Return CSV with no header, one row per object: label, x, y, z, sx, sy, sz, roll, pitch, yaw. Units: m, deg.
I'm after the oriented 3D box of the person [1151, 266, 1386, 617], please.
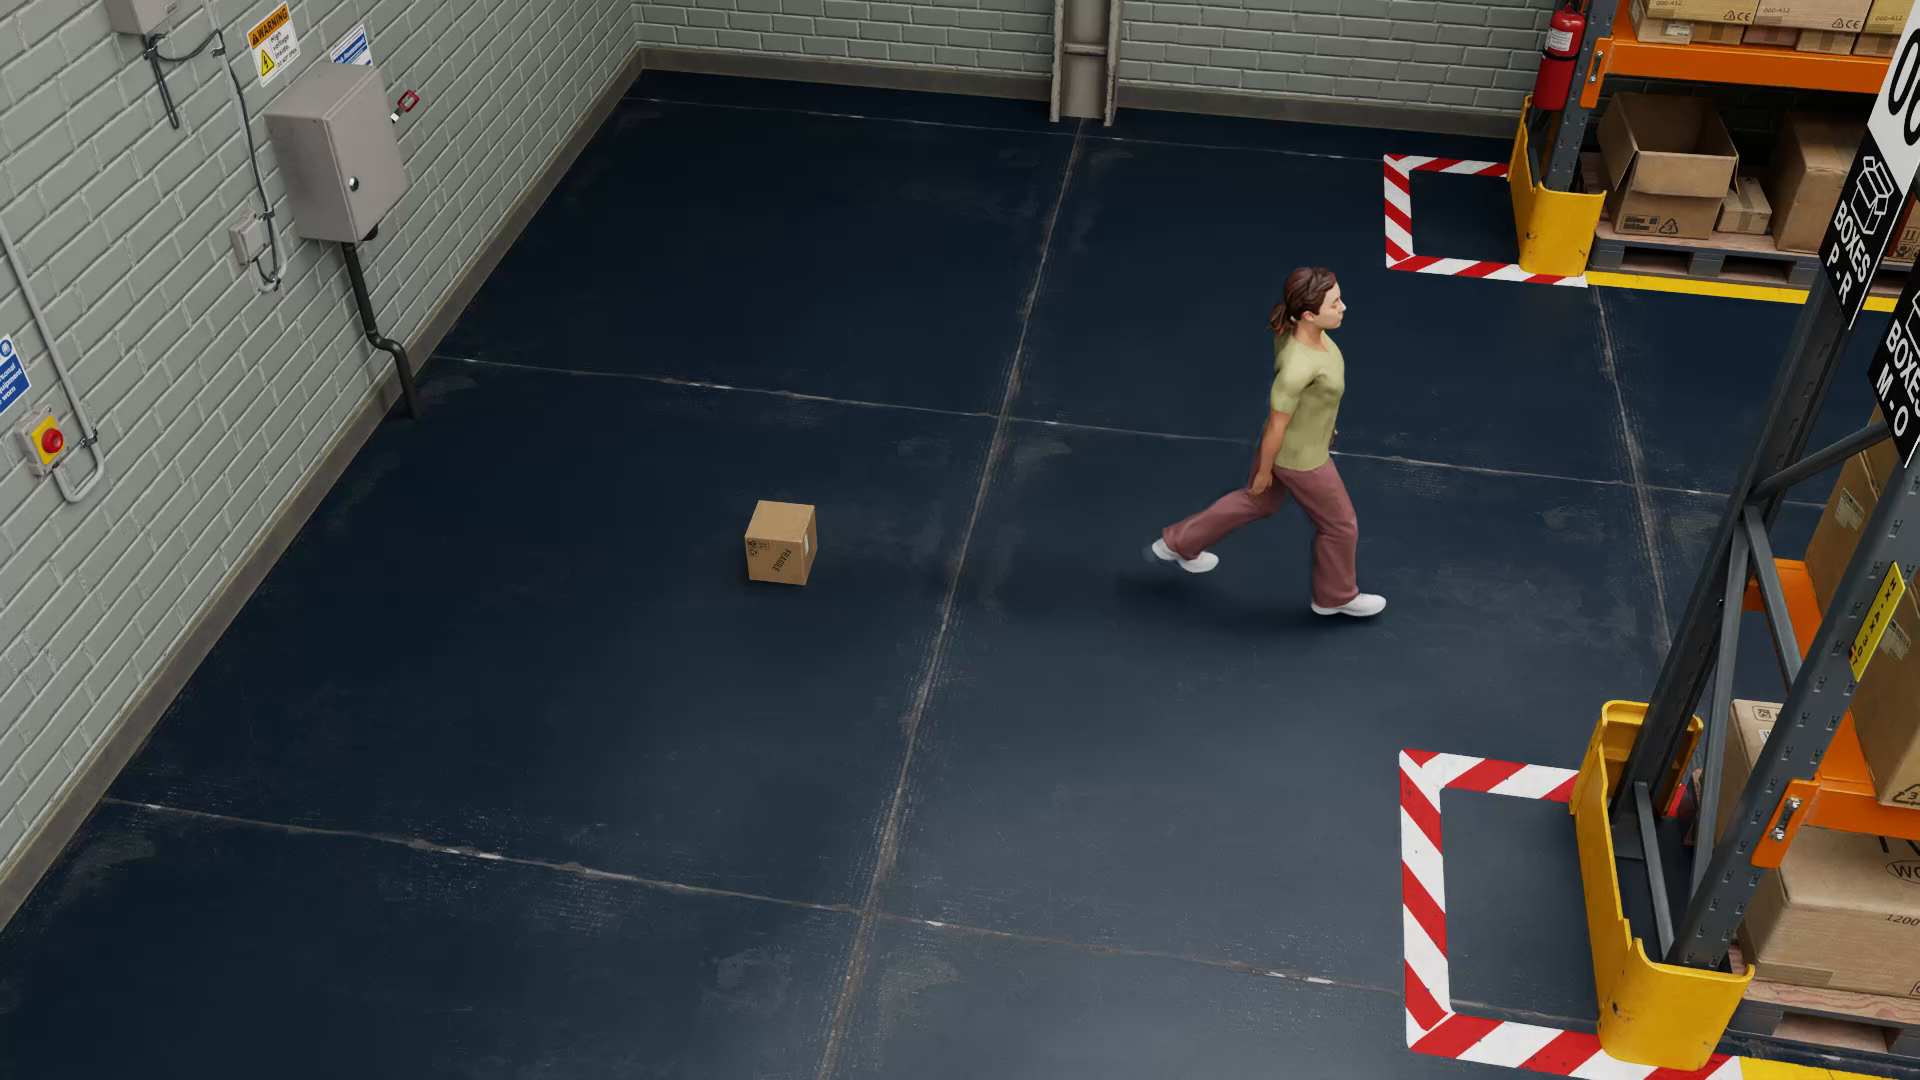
person,1.304,-0.377,6.593,0.993,1.625,0.443,3,41,4
